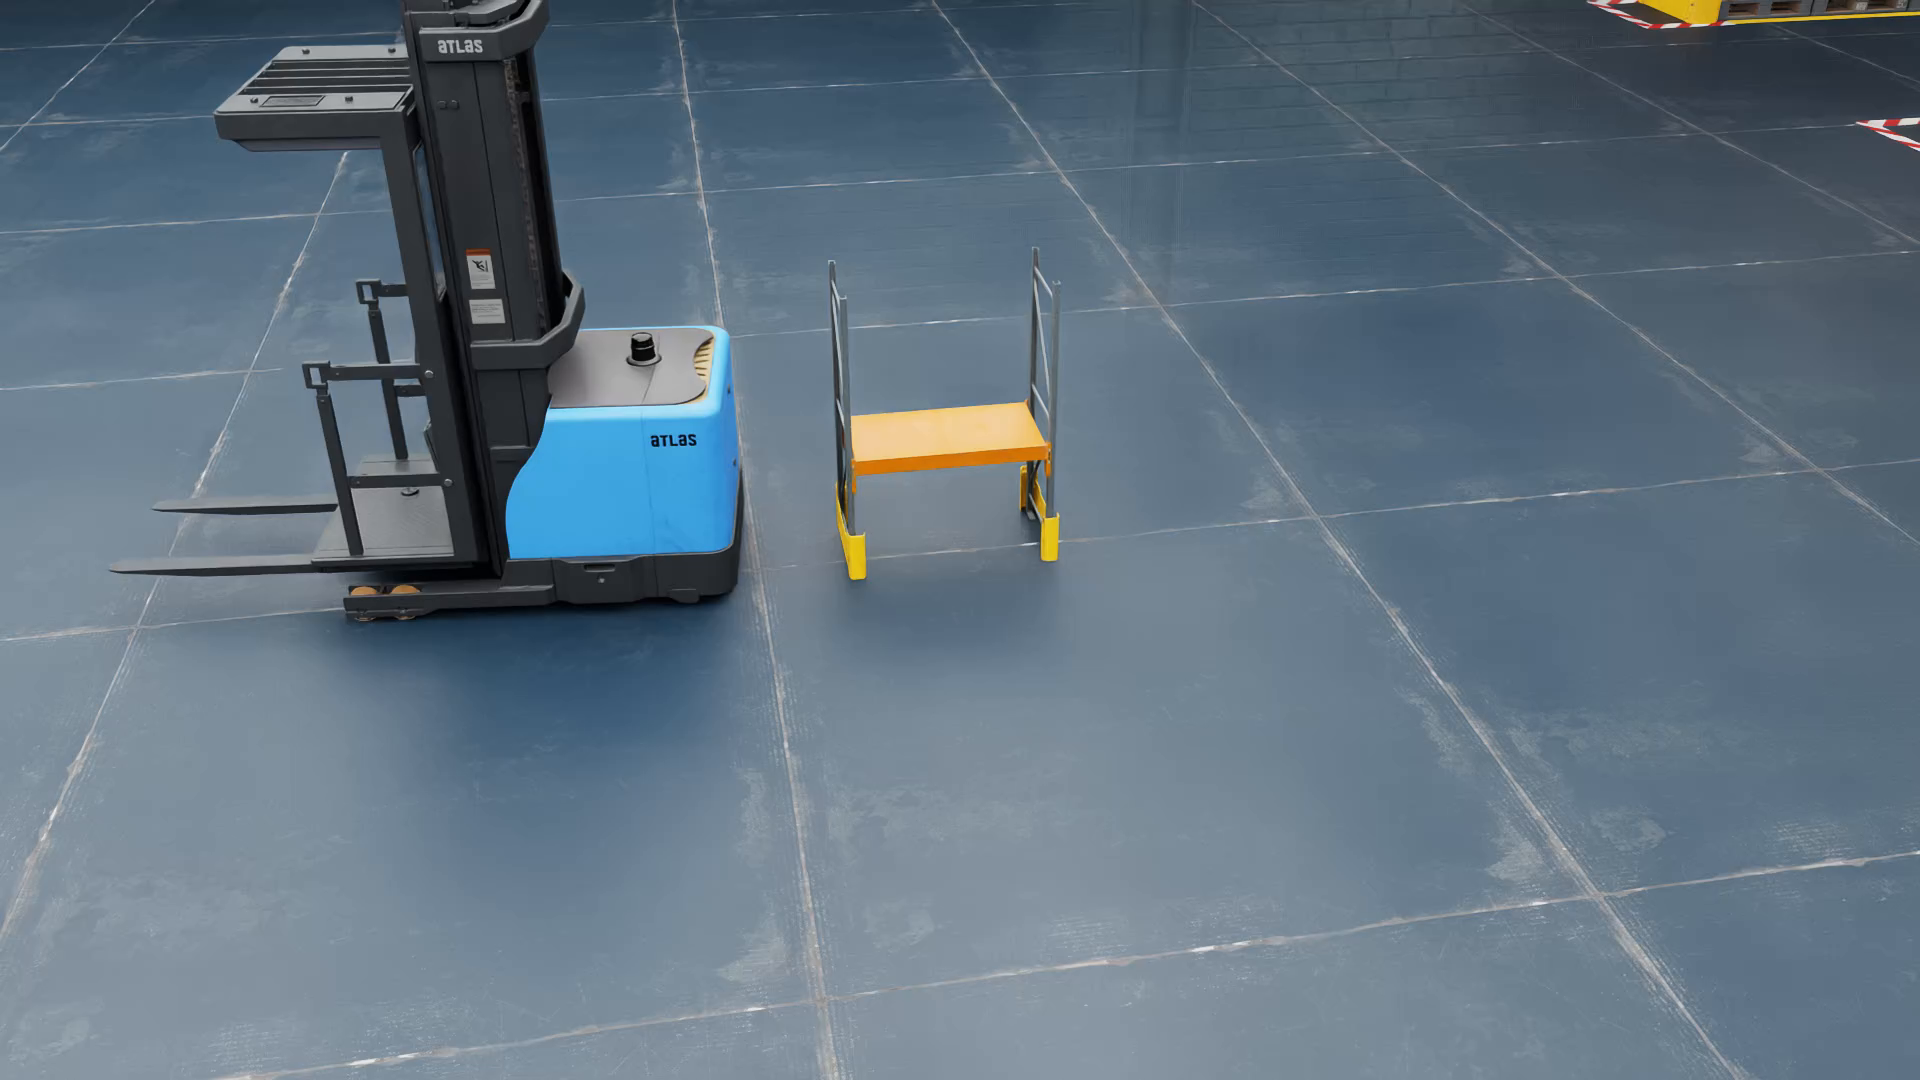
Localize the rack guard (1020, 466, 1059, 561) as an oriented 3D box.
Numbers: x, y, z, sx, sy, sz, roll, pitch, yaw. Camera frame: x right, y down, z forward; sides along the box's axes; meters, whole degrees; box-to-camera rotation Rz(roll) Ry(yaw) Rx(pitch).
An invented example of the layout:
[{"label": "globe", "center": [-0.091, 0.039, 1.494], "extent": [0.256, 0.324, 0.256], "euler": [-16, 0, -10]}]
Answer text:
[{"label": "rack guard", "center": [0.415, -0.146, 8.752], "extent": [0.087, 0.250, 0.587], "euler": [-5, 31, -9]}]

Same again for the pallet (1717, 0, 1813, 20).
[{"label": "pallet", "center": [8.972, -6.233, 19.142], "extent": [1.213, 0.211, 1.003], "euler": [-5, 31, -9]}]

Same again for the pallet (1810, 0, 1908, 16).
[{"label": "pallet", "center": [10.169, -6.343, 19.328], "extent": [1.213, 0.211, 1.003], "euler": [-5, 31, -9]}]

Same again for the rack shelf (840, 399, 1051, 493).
[{"label": "rack shelf", "center": [-0.084, -0.484, 8.448], "extent": [1.000, 0.185, 0.538], "euler": [-5, 31, -9]}]

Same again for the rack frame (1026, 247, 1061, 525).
[{"label": "rack frame", "center": [0.416, -0.685, 8.436], "extent": [0.032, 1.500, 0.500], "euler": [-5, 31, -9]}]

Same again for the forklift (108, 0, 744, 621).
[{"label": "forklift", "center": [-2.646, -1.147, 7.809], "extent": [3.031, 2.935, 1.130], "euler": [-2, 31, -3]}]

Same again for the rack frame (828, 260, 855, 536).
[{"label": "rack frame", "center": [-0.584, -0.592, 8.278], "extent": [0.032, 1.500, 0.500], "euler": [-5, 31, -9]}]

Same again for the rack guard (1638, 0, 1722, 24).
[{"label": "rack guard", "center": [8.204, -6.264, 18.910], "extent": [0.348, 0.500, 1.175], "euler": [-5, 31, -9]}]

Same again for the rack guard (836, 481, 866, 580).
[{"label": "rack guard", "center": [-0.565, -0.055, 8.597], "extent": [0.087, 0.250, 0.587], "euler": [-5, 31, -9]}]

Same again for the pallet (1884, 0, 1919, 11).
[{"label": "pallet", "center": [11.372, -6.456, 19.521], "extent": [1.213, 0.211, 1.003], "euler": [-5, 31, -9]}]

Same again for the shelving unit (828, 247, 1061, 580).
[{"label": "shelving unit", "center": [-0.075, -0.640, 8.358], "extent": [1.083, 1.500, 0.587], "euler": [-5, 31, -9]}]
